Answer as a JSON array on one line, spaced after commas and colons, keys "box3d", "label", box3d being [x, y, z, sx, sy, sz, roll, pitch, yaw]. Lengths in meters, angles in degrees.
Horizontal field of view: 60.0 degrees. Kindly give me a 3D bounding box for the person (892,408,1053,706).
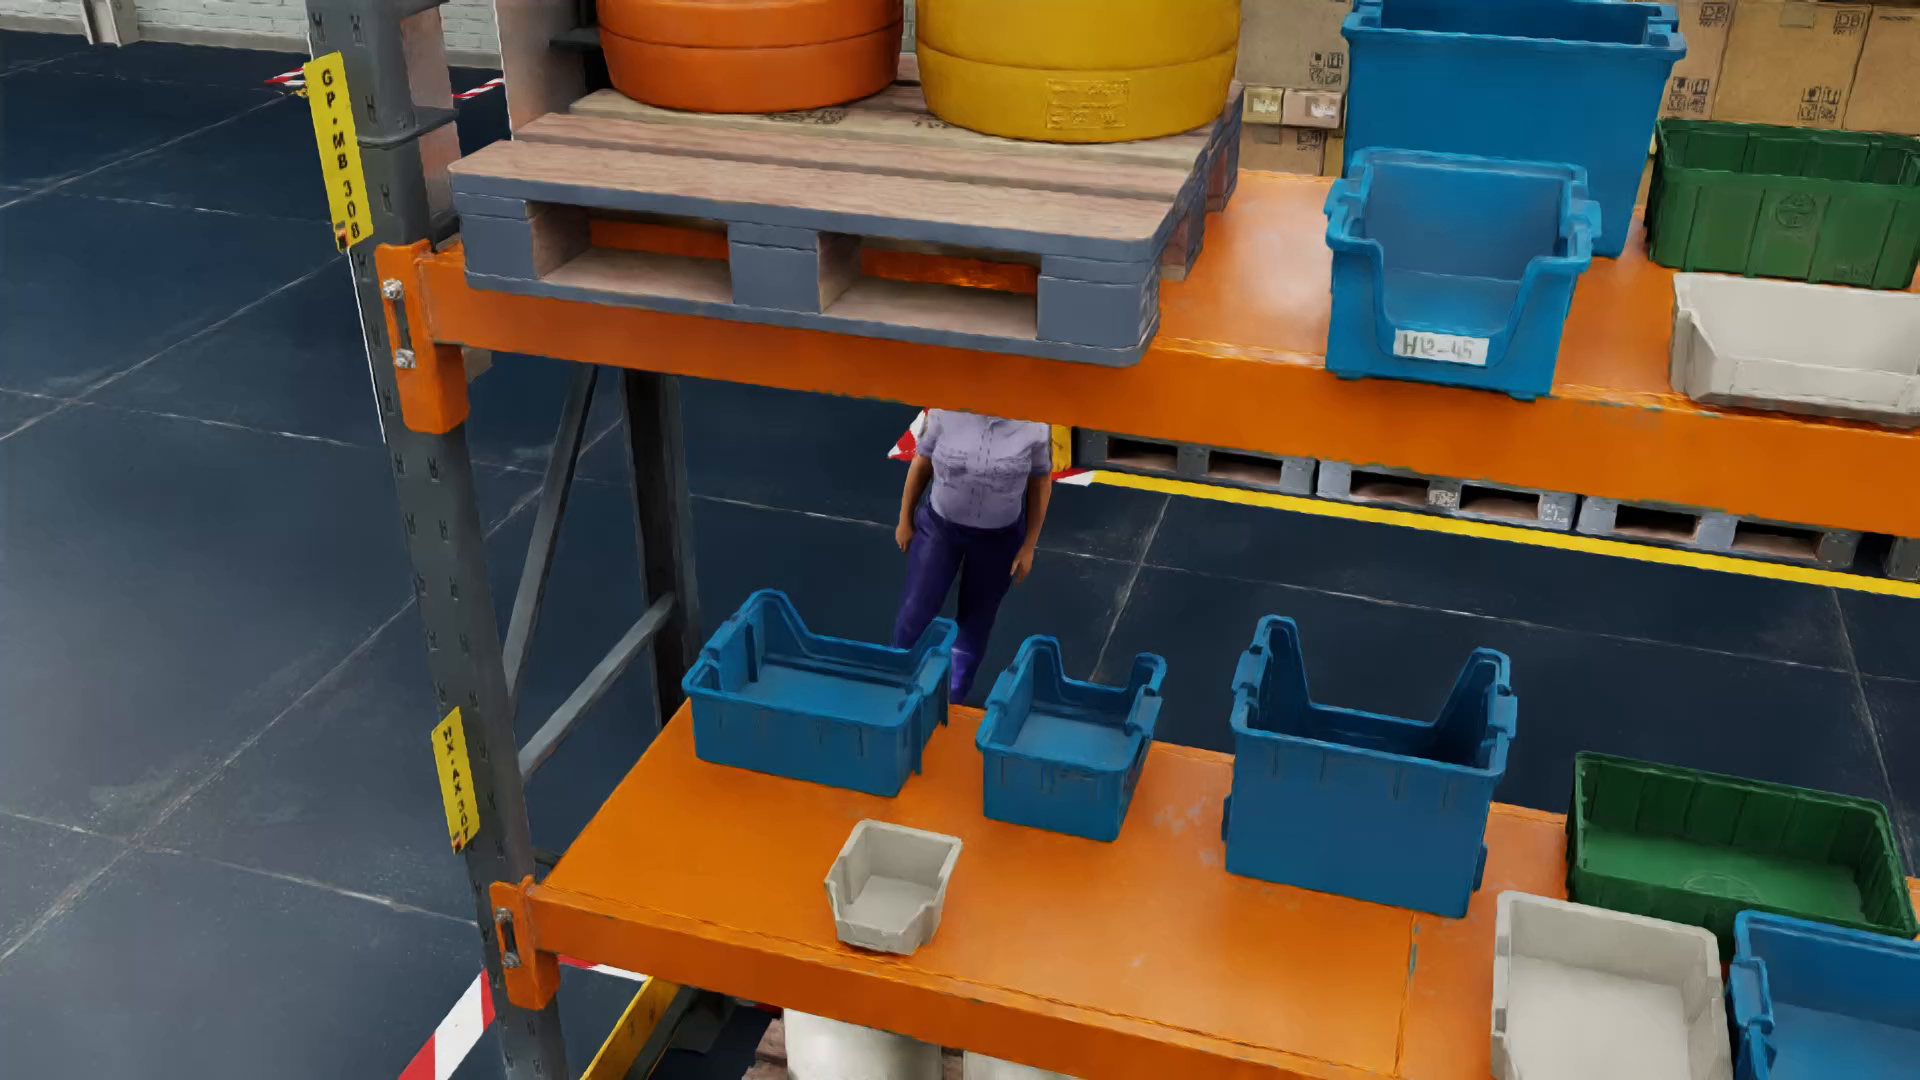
[{"box3d": [-0.022, 0.024, 6.089, 0.694, 1.643, 0.453, 4, 30, 6], "label": "person"}]
